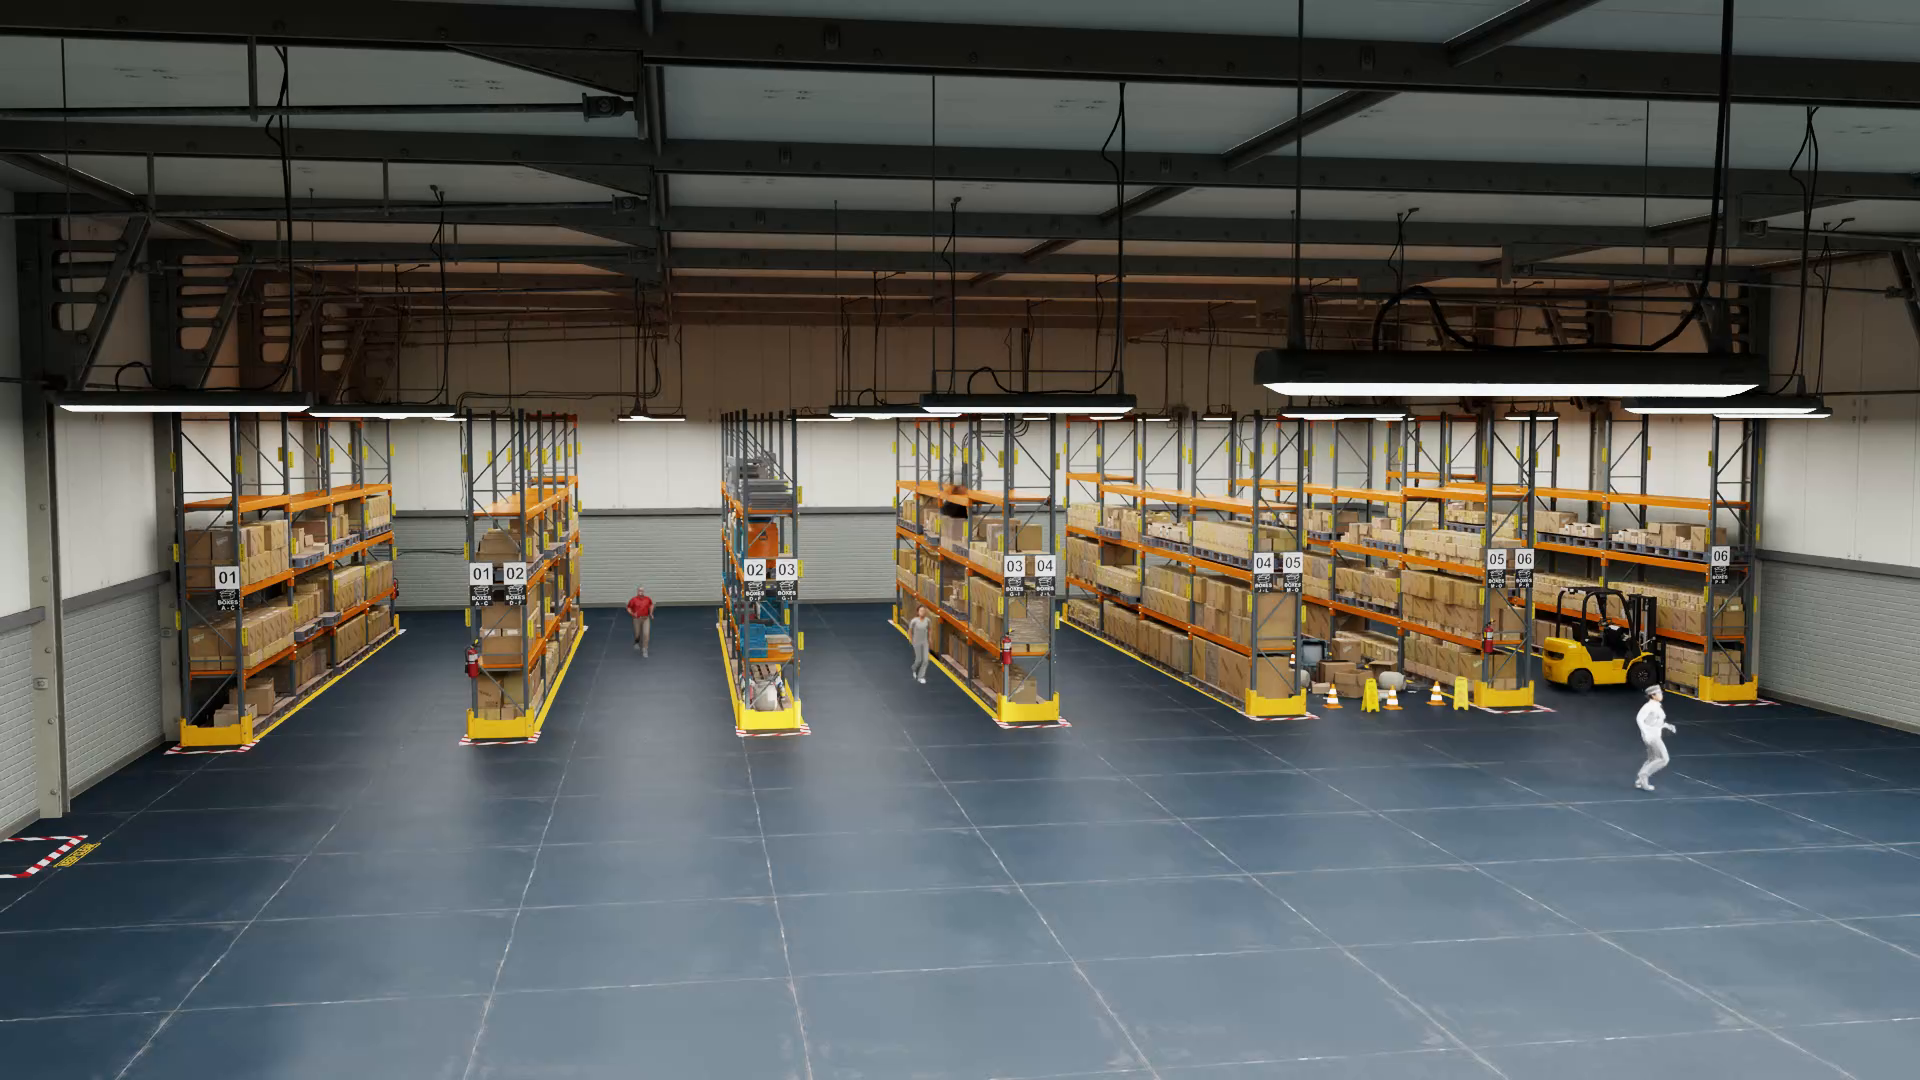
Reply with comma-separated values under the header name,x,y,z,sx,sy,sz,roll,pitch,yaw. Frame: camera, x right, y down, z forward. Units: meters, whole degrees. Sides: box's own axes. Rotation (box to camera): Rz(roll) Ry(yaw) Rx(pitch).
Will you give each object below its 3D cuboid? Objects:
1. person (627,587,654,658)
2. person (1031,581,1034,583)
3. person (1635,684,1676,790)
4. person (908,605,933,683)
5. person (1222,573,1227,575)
name,x,y,z,sx,sy,sz,roll,pitch,yaw
person,-7.865,2.010,41.025,0.670,1.723,0.917,-1,4,-20
person,1.898,1.543,47.674,0.773,1.773,0.700,1,4,11
person,10.864,3.075,25.972,0.567,1.662,0.623,2,5,28
person,-0.833,2.179,35.064,0.550,1.632,0.544,-1,4,-19
person,8.233,1.376,50.825,0.713,1.696,0.696,1,4,20
